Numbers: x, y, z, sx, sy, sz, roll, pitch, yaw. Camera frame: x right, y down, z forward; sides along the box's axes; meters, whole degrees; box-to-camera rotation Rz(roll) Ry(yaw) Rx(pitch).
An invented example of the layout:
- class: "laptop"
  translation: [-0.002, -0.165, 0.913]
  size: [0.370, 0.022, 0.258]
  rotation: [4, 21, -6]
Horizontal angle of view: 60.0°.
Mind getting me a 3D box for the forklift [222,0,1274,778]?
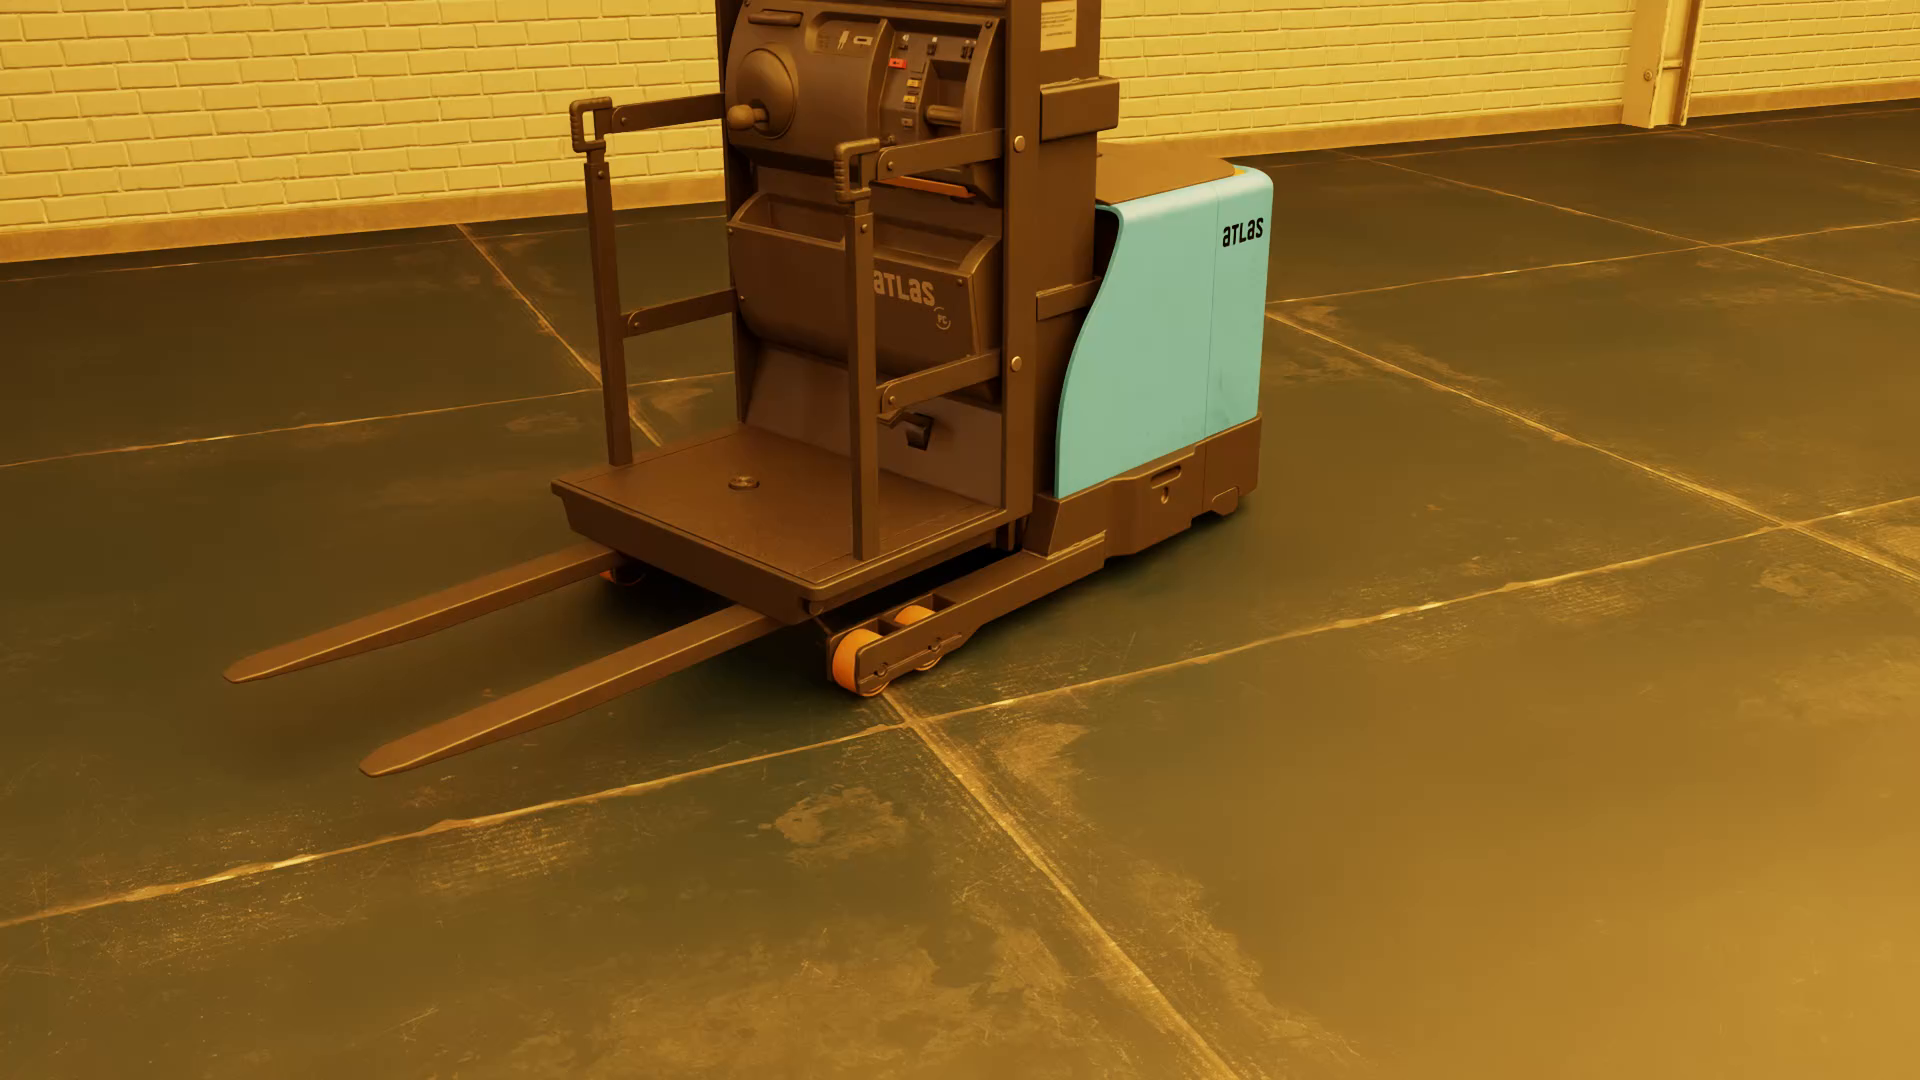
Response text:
- class: "forklift"
  translation: [-0.413, -1.182, 4.131]
  size: [1.130, 2.935, 3.031]
  rotation: [19, 29, 39]
